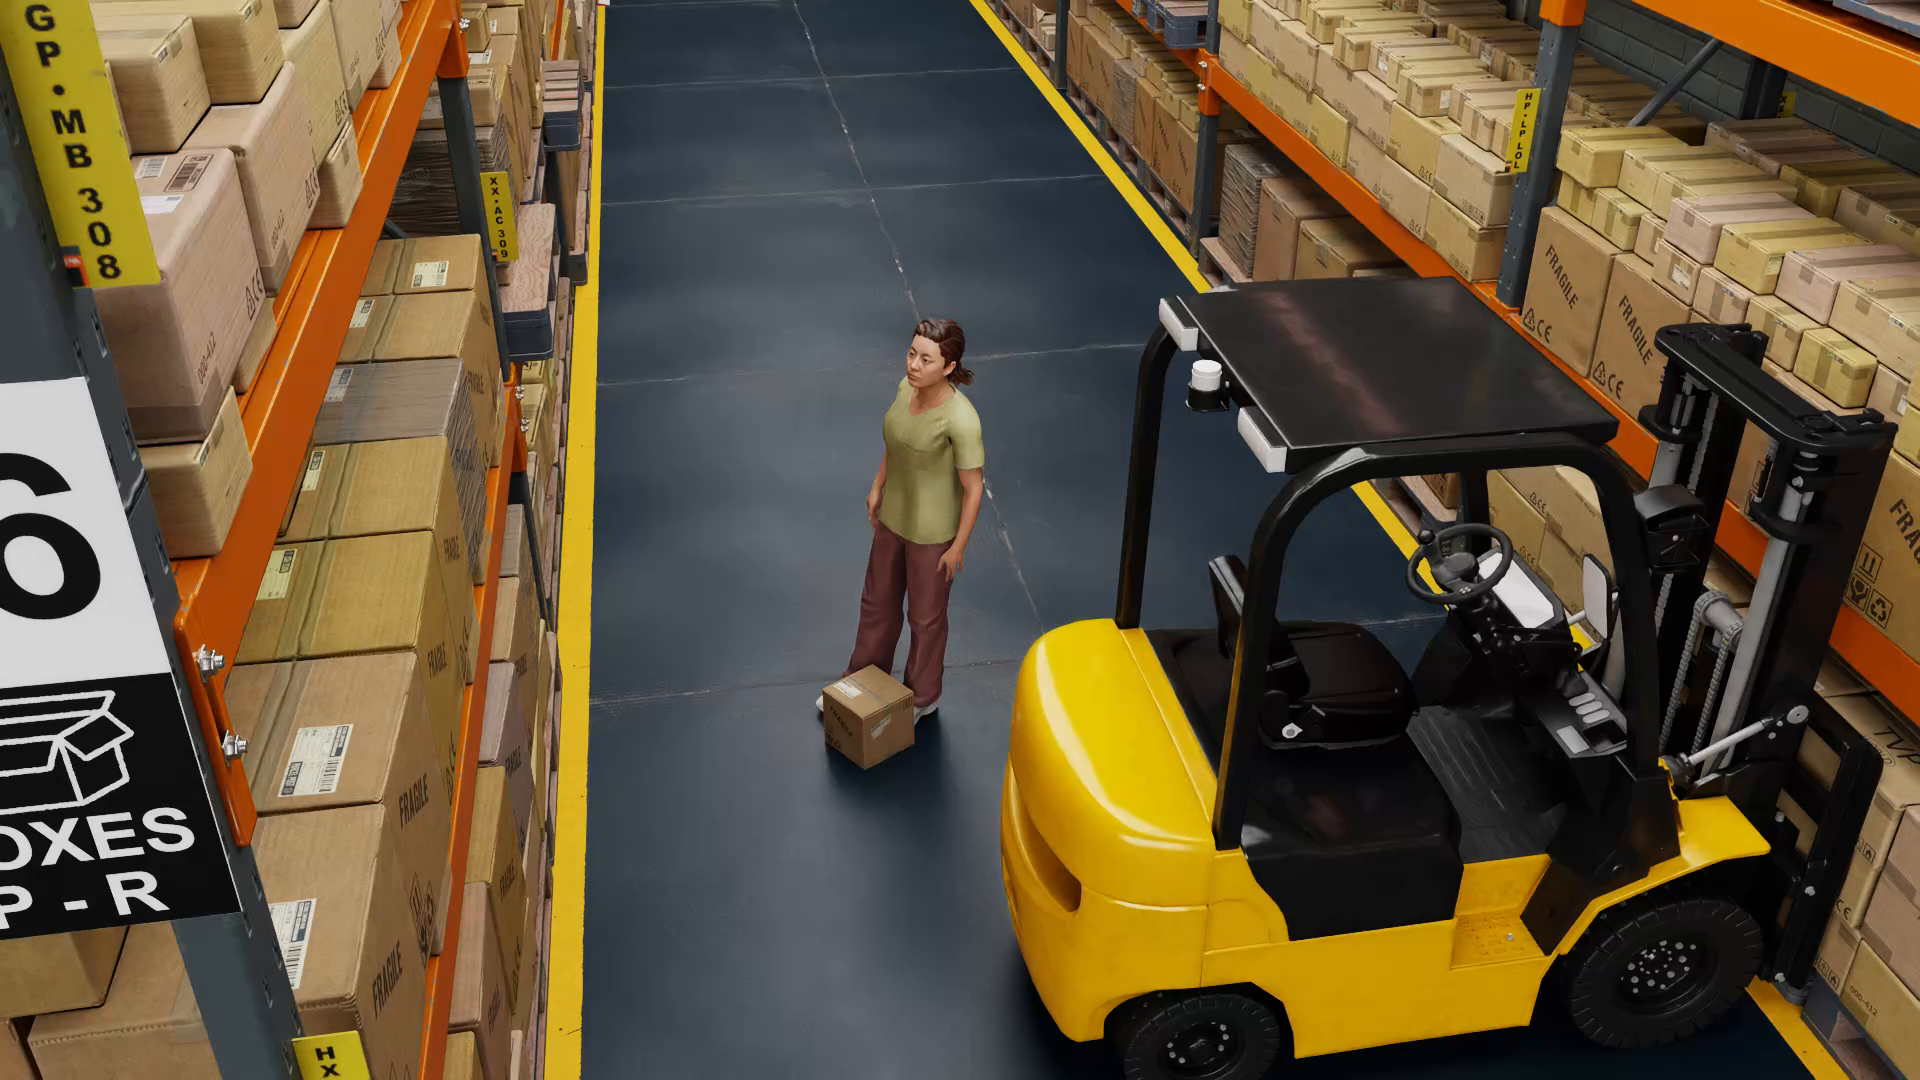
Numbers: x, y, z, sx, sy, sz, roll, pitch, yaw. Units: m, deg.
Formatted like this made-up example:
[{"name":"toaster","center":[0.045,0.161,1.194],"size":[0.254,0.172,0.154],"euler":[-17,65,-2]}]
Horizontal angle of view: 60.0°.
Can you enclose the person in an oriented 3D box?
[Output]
[{"name":"person","center":[-0.206,-0.025,6.159],"size":[0.549,1.675,0.555],"euler":[-23,38,-33]}]
